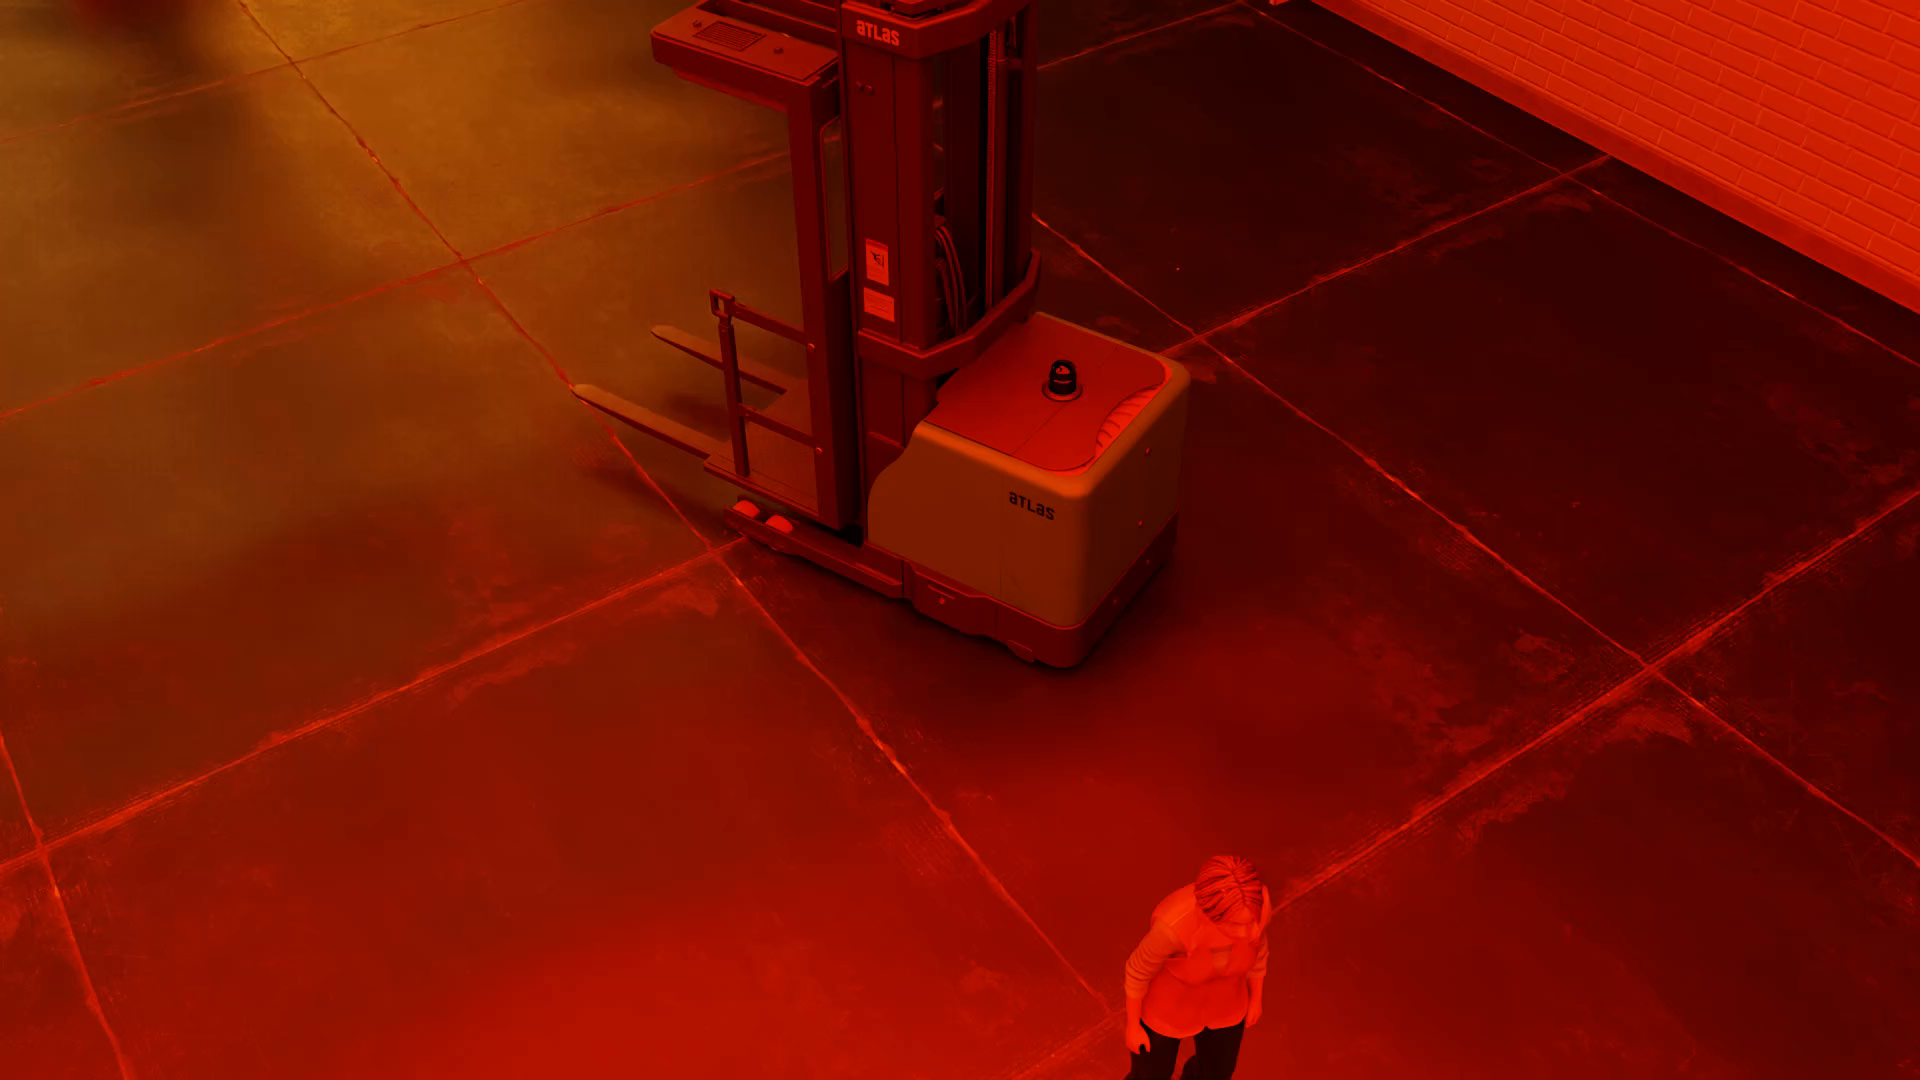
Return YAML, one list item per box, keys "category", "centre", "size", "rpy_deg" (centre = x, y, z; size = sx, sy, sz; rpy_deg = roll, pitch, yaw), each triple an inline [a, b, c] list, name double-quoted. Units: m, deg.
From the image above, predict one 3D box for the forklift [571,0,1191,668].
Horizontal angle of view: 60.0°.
- category: "forklift"
  centre: [-0.511, -1.302, 7.129]
  size: [3.031, 2.935, 1.130]
  rpy_deg: [24, 48, 24]

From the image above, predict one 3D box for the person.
- category: "person"
  centre: [0.714, 1.452, 5.130]
  size: [0.477, 1.591, 0.345]
  rpy_deg: [-10, 44, -11]
